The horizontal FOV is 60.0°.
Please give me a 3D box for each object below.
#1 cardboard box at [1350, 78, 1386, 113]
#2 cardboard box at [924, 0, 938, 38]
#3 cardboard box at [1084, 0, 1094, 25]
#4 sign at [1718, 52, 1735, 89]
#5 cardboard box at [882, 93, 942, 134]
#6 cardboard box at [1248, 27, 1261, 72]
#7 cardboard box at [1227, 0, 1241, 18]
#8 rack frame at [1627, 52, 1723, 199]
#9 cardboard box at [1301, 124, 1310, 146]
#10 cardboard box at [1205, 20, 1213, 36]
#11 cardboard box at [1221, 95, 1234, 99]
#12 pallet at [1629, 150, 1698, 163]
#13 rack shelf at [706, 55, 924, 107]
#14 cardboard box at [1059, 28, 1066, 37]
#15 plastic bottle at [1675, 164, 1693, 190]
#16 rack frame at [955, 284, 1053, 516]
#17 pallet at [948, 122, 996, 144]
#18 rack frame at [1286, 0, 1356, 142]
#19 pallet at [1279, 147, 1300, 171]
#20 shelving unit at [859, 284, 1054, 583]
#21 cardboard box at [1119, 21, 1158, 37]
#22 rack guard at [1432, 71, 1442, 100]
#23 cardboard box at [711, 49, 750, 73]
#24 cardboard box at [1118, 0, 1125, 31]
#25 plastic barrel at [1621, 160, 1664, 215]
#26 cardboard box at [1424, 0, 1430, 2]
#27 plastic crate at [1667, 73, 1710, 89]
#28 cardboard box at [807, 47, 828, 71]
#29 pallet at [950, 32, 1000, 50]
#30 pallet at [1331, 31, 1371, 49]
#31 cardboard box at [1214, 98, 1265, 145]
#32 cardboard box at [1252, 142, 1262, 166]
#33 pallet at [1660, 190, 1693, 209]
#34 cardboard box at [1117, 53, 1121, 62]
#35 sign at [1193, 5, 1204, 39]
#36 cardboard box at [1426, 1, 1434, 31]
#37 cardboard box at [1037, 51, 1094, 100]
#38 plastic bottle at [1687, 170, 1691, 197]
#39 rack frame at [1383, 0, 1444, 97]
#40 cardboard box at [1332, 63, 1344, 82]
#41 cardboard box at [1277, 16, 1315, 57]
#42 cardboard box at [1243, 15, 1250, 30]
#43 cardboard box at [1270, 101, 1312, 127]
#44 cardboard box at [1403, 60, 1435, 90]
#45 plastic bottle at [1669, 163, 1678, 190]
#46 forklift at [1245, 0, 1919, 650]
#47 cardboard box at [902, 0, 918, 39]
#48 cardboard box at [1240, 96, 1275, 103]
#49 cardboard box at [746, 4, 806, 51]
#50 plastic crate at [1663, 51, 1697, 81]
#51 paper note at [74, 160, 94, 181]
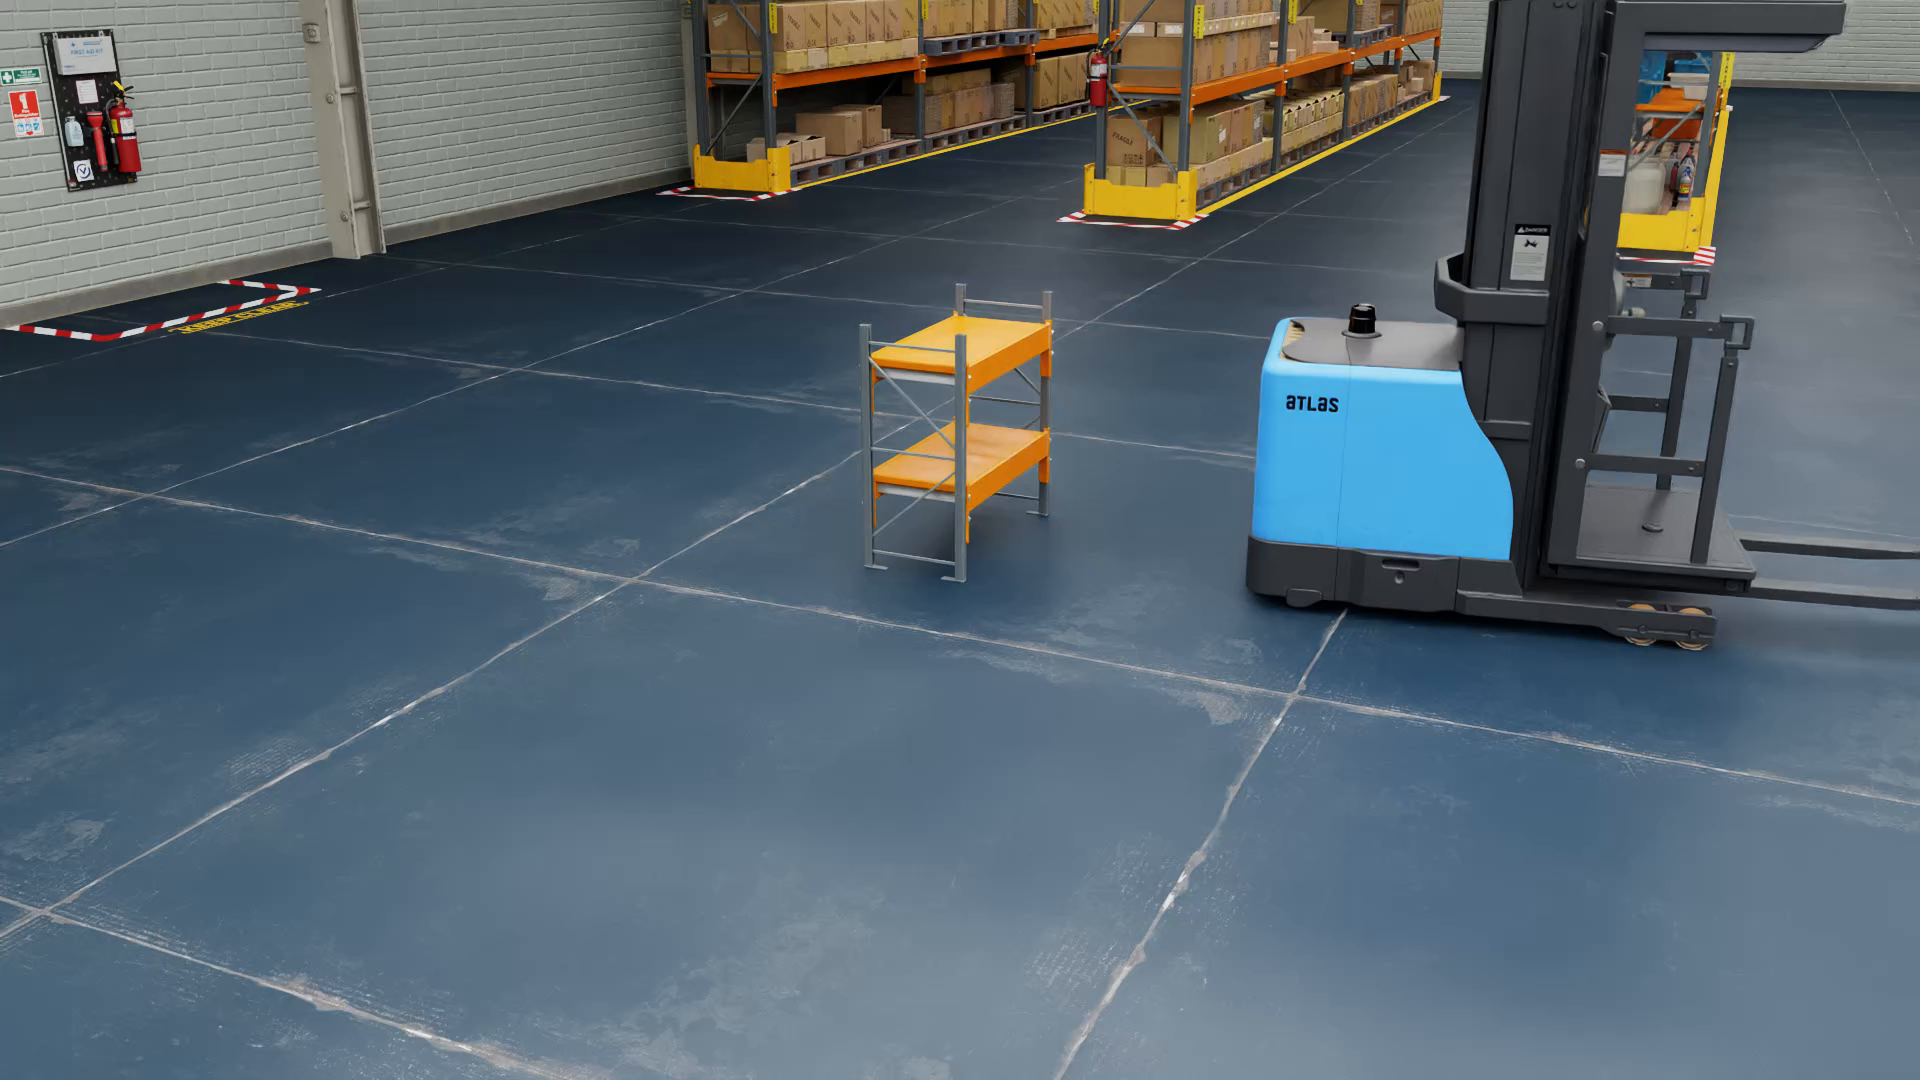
[{"bbox_3d":[6.471,-7.083,26.484,0.500,0.500,0.500,9,21,23],"label":"cardboard box"},{"bbox_3d":[-0.729,-7.185,22.891,0.700,0.500,0.500,9,21,23],"label":"cardboard box"},{"bbox_3d":[1.935,-8.937,27.999,0.500,0.500,0.500,9,21,23],"label":"cardboard box"},{"bbox_3d":[6.931,-4.252,15.034,0.100,0.325,0.005,9,21,23],"label":"sign"},{"bbox_3d":[-0.683,-6.037,23.541,0.700,0.500,0.500,9,22,25],"label":"cardboard box"},{"bbox_3d":[3.166,-5.850,19.793,0.700,0.500,0.500,8,21,22],"label":"cardboard box"},{"bbox_3d":[2.759,-6.163,18.737,0.700,0.500,0.500,9,21,23],"label":"cardboard box"},{"bbox_3d":[6.431,-4.198,15.296,1.000,3.000,0.127,9,21,23],"label":"rack frame"},{"bbox_3d":[4.363,-5.408,22.176,0.500,0.250,0.500,8,21,21],"label":"cardboard box"},{"bbox_3d":[2.480,-5.479,17.781,0.380,0.149,0.250,9,21,23],"label":"cardboard box"},{"bbox_3d":[3.076,-5.258,20.636,0.500,0.500,0.500,9,21,23],"label":"cardboard box"},{"bbox_3d":[8.854,-4.727,20.944,1.003,0.211,1.213,9,21,23],"label":"pallet"},{"bbox_3d":[-1.788,-5.830,20.959,1.077,0.370,4.000,9,21,23],"label":"rack shelf"},{"bbox_3d":[1.517,-8.360,27.345,0.380,0.149,0.250,9,21,24],"label":"cardboard box"},{"bbox_3d":[7.788,-3.902,17.872,0.152,0.276,0.135,9,21,24],"label":"plastic bottle"},{"bbox_3d":[0.211,-0.687,8.223,0.500,1.125,0.032,9,21,23],"label":"rack frame"},{"bbox_3d":[-0.153,-6.079,24.747,1.003,0.211,1.213,9,21,23],"label":"pallet"},{"bbox_3d":[5.190,-7.324,24.087,1.000,3.000,0.127,9,21,23],"label":"rack frame"},{"bbox_3d":[3.818,-5.018,21.765,1.003,0.211,1.213,9,21,23],"label":"pallet"},{"bbox_3d":[0.003,-0.532,7.786,0.538,1.125,1.048,9,21,23],"label":"shelving unit"},{"bbox_3d":[1.896,-5.375,17.487,0.380,0.149,0.250,8,21,22],"label":"cardboard box"},{"bbox_3d":[8.435,-8.569,31.318,1.175,0.500,0.348,9,21,23],"label":"rack guard"},{"bbox_3d":[-2.592,-5.666,19.617,0.500,0.250,0.500,9,21,23],"label":"cardboard box"},{"bbox_3d":[2.544,-9.531,29.843,0.980,0.700,0.700,9,21,24],"label":"cardboard box"},{"bbox_3d":[6.631,-3.435,16.238,0.421,0.512,0.421,0,20,0],"label":"plastic barrel"},{"bbox_3d":[7.910,-9.644,28.968,0.500,0.500,0.500,9,22,24],"label":"cardboard box"},{"bbox_3d":[7.635,-4.765,17.285,0.530,0.136,0.437,9,21,23],"label":"plastic crate"},{"bbox_3d":[-1.918,-5.762,19.889,0.500,0.250,0.500,8,21,21],"label":"cardboard box"},{"bbox_3d":[-0.104,-7.302,24.310,1.003,0.211,1.213,9,21,23],"label":"pallet"},{"bbox_3d":[5.403,-7.451,24.729,1.213,0.211,1.003,9,21,23],"label":"pallet"},{"bbox_3d":[3.346,-5.034,20.006,0.500,0.500,0.500,9,21,23],"label":"cardboard box"},{"bbox_3d":[3.348,-4.681,20.131,0.500,0.250,0.500,9,21,23],"label":"cardboard box"},{"bbox_3d":[7.258,-3.533,17.588,1.003,0.211,1.213,9,21,23],"label":"pallet"},{"bbox_3d":[3.013,-8.846,30.501,0.380,0.149,0.250,9,22,25],"label":"cardboard box"},{"bbox_3d":[2.418,-5.246,16.833,0.100,0.325,0.005,9,21,23],"label":"sign"},{"bbox_3d":[8.112,-9.332,29.583,0.500,0.500,0.500,9,21,23],"label":"cardboard box"},{"bbox_3d":[1.798,-7.922,28.349,0.750,0.750,0.750,9,22,24],"label":"cardboard box"},{"bbox_3d":[7.567,-3.704,17.304,0.061,0.283,0.133,9,21,24],"label":"plastic bottle"},{"bbox_3d":[8.466,-9.770,30.964,1.000,3.000,0.127,9,21,23],"label":"rack frame"},{"bbox_3d":[5.793,-7.356,26.132,0.500,0.250,0.500,8,21,22],"label":"cardboard box"},{"bbox_3d":[4.518,-6.856,22.622,0.500,0.500,0.500,7,21,20],"label":"cardboard box"},{"bbox_3d":[3.115,-5.954,19.116,0.380,0.149,0.250,9,22,24],"label":"cardboard box"},{"bbox_3d":[4.369,-5.671,22.078,0.500,0.311,0.500,8,21,21],"label":"cardboard box"},{"bbox_3d":[8.468,-8.599,30.747,0.500,0.500,0.500,9,21,23],"label":"cardboard box"},{"bbox_3d":[7.690,-3.920,17.911,0.061,0.283,0.133,9,21,23],"label":"plastic bottle"},{"bbox_3d":[2.810,-1.133,6.780,3.031,2.935,1.130,5,20,13],"label":"forklift"},{"bbox_3d":[-0.880,-6.885,21.928,0.500,0.500,0.500,8,21,23],"label":"cardboard box"},{"bbox_3d":[4.079,-5.897,22.712,0.500,0.311,0.500,8,21,22],"label":"cardboard box"},{"bbox_3d":[-2.137,-5.954,19.309,0.500,0.500,0.500,9,21,23],"label":"cardboard box"},{"bbox_3d":[7.739,-5.249,18.344,0.767,0.338,0.504,9,21,23],"label":"plastic crate"},{"bbox_3d":[-6.749,-2.846,12.809,0.016,0.148,0.142,9,21,23],"label":"paper note"}]
